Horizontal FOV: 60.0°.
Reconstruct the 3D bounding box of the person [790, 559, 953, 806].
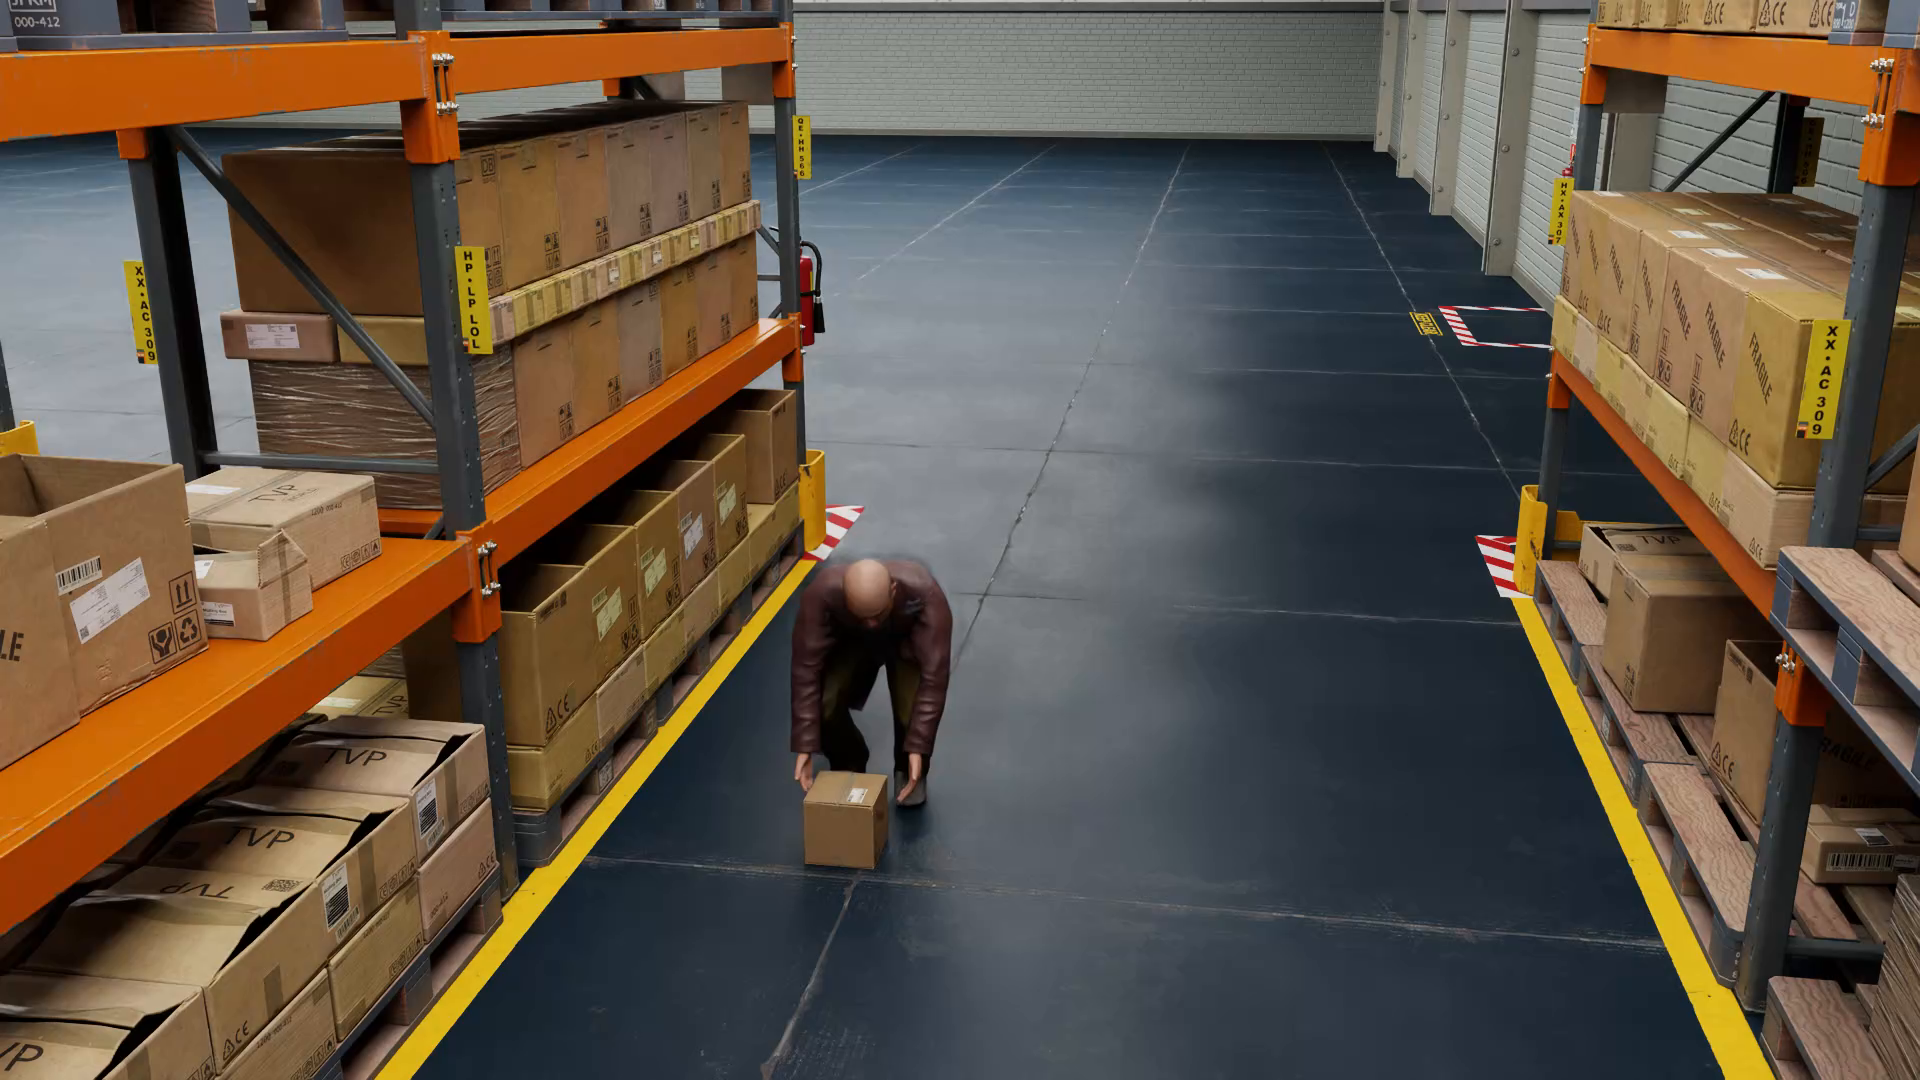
[{"bbox_3d":[-0.310,0.496,6.212,0.611,1.054,0.879,3,18,9],"label":"person"}]
